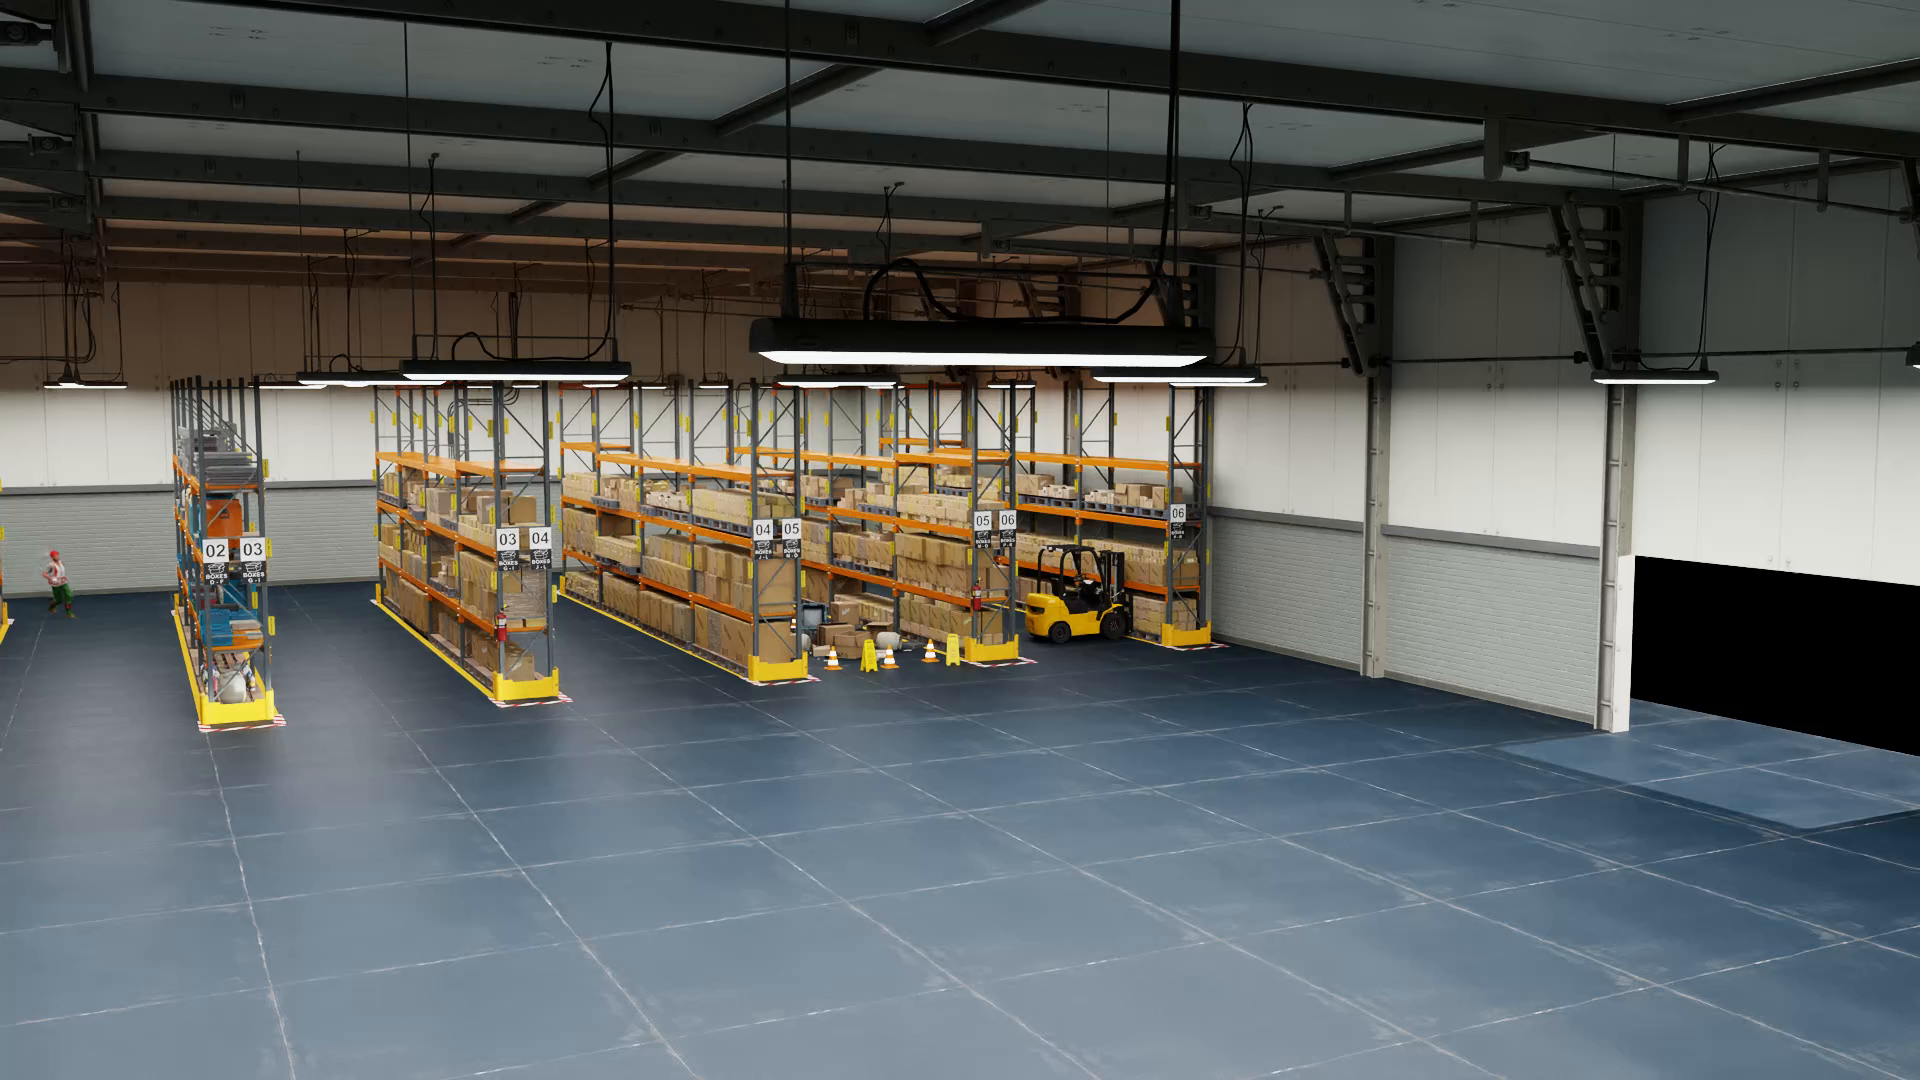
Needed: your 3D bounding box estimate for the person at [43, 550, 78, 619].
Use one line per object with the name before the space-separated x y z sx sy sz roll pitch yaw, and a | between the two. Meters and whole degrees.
person | -22.830 1.130 41.976 0.853 1.759 0.709 2 5 17
